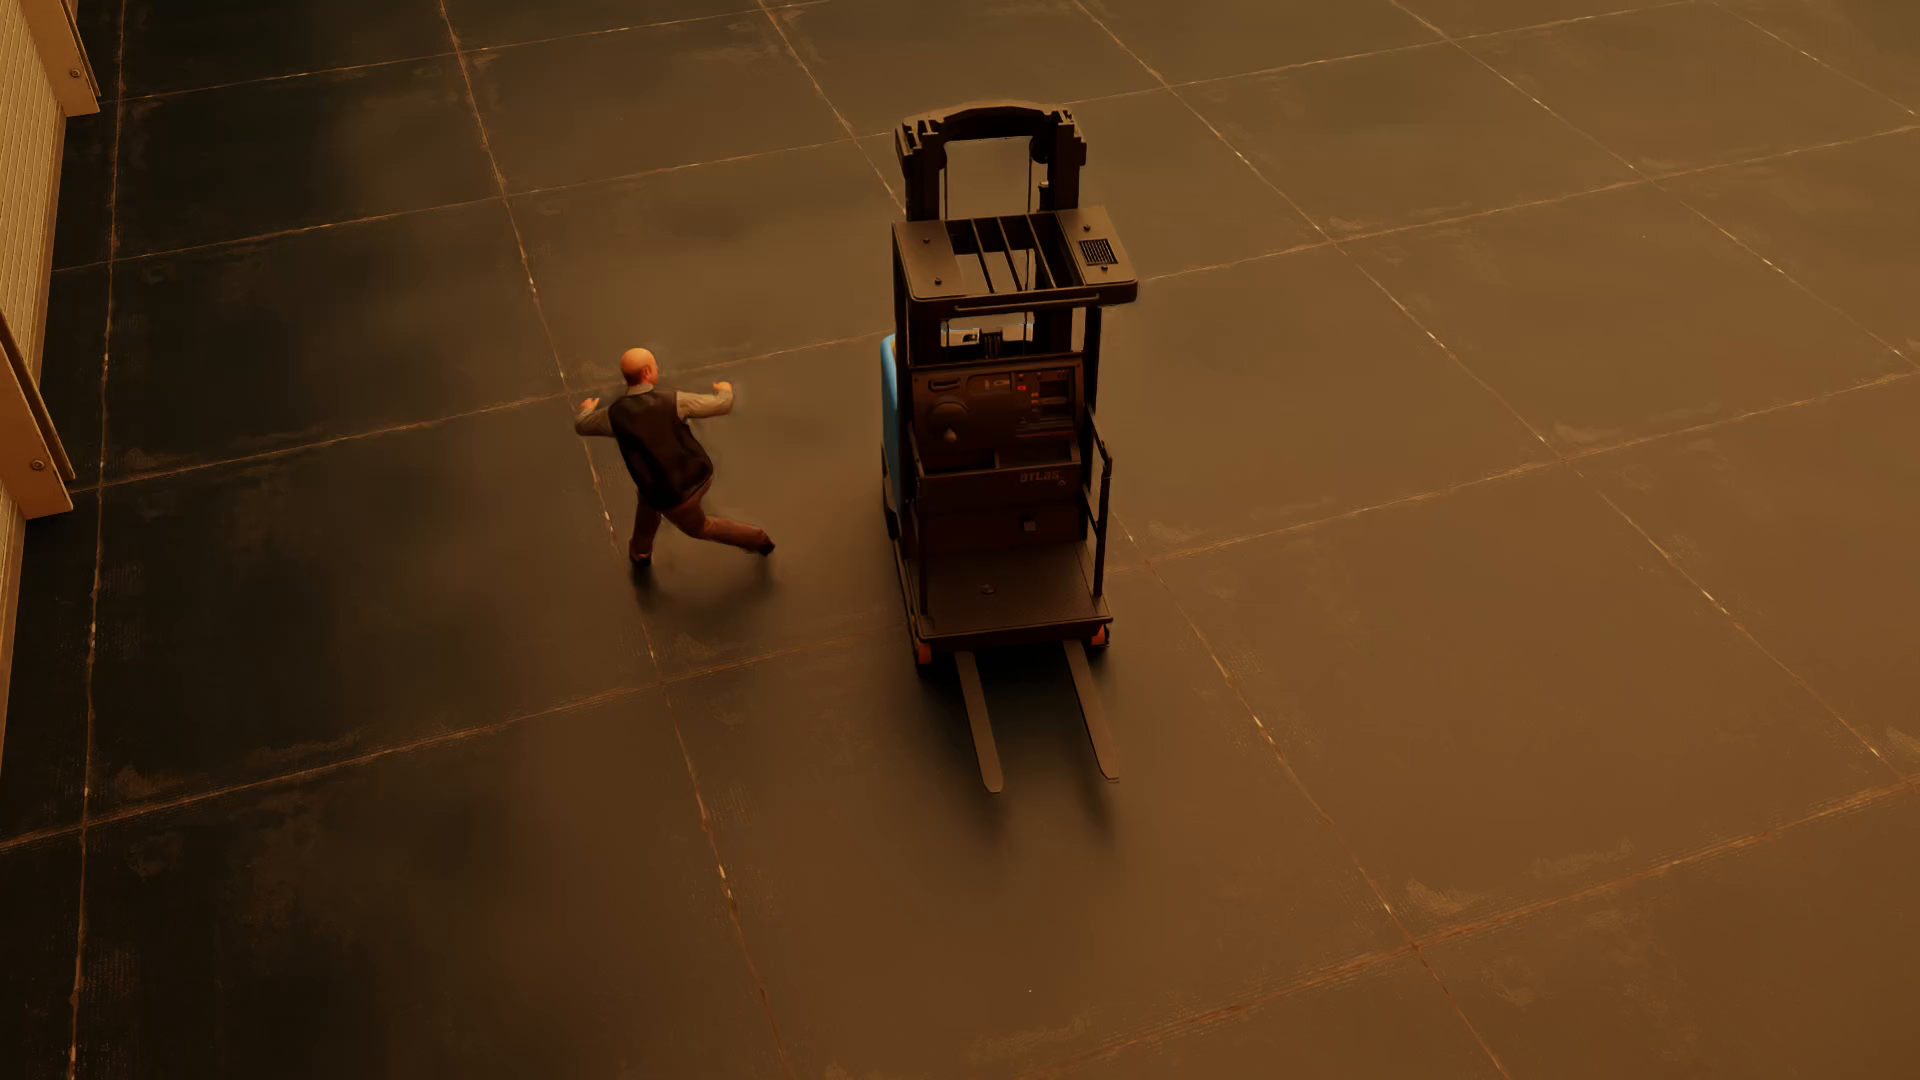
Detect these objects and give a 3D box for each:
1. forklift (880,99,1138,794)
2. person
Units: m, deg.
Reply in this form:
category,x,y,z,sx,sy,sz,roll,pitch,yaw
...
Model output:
category,x,y,z,sx,sy,sz,roll,pitch,yaw
forklift,0.242,-0.665,8.789,1.130,2.935,3.031,-6,40,-7
person,-1.692,-0.509,9.715,1.069,1.530,0.909,28,48,30
